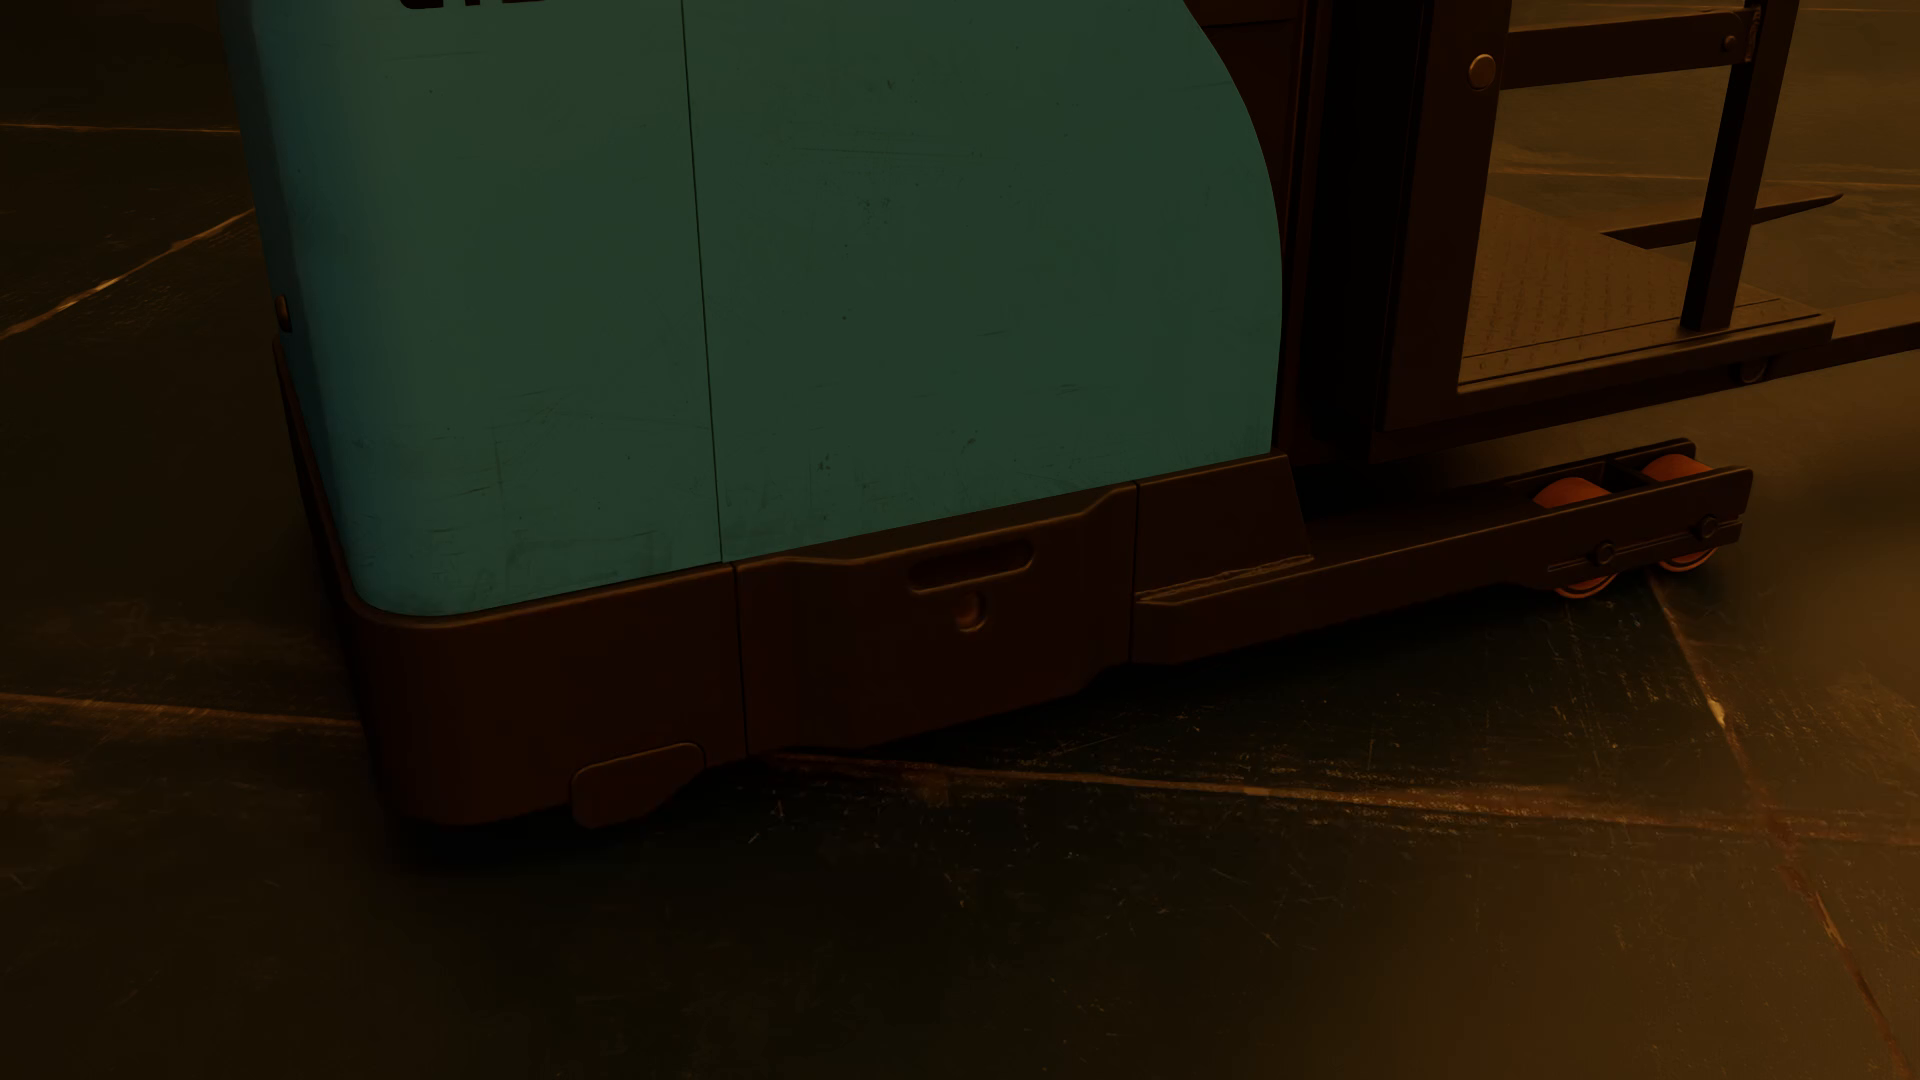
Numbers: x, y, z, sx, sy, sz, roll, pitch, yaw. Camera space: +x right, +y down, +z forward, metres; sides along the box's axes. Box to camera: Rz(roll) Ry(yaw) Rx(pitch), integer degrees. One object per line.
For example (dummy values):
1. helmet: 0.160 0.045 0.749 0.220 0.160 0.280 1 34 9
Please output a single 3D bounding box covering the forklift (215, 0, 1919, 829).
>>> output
1. forklift: 0.571 -1.430 2.084 3.031 2.935 1.130 -12 29 -22
